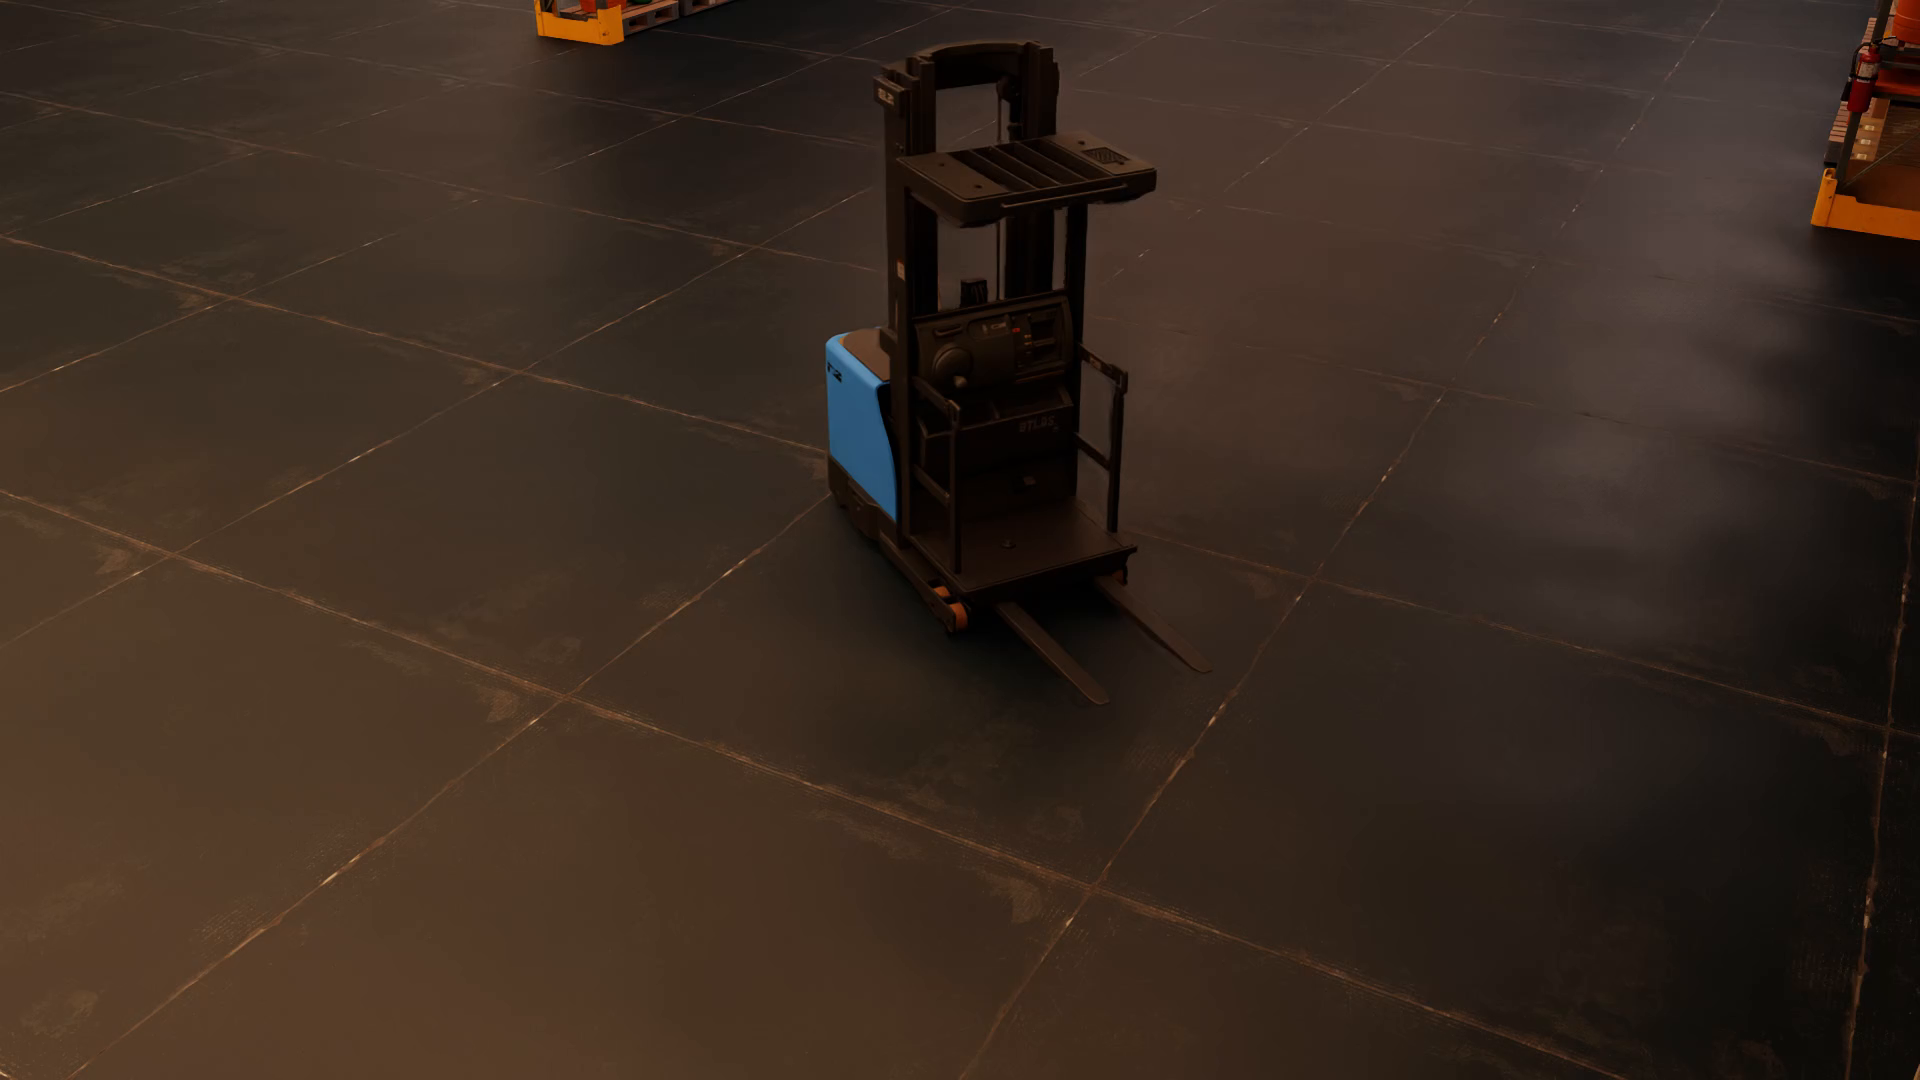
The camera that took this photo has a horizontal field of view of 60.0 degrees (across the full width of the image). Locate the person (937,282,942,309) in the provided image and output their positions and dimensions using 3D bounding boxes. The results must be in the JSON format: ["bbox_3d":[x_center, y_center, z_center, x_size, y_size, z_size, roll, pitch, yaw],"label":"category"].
[{"bbox_3d":[-0.270,-1.890,11.624,0.352,1.658,0.543,-7,31,-11],"label":"person"}]

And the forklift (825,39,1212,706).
[{"bbox_3d":[0.293,-1.015,8.830,1.130,2.935,3.031,-14,33,-23],"label":"forklift"}]
